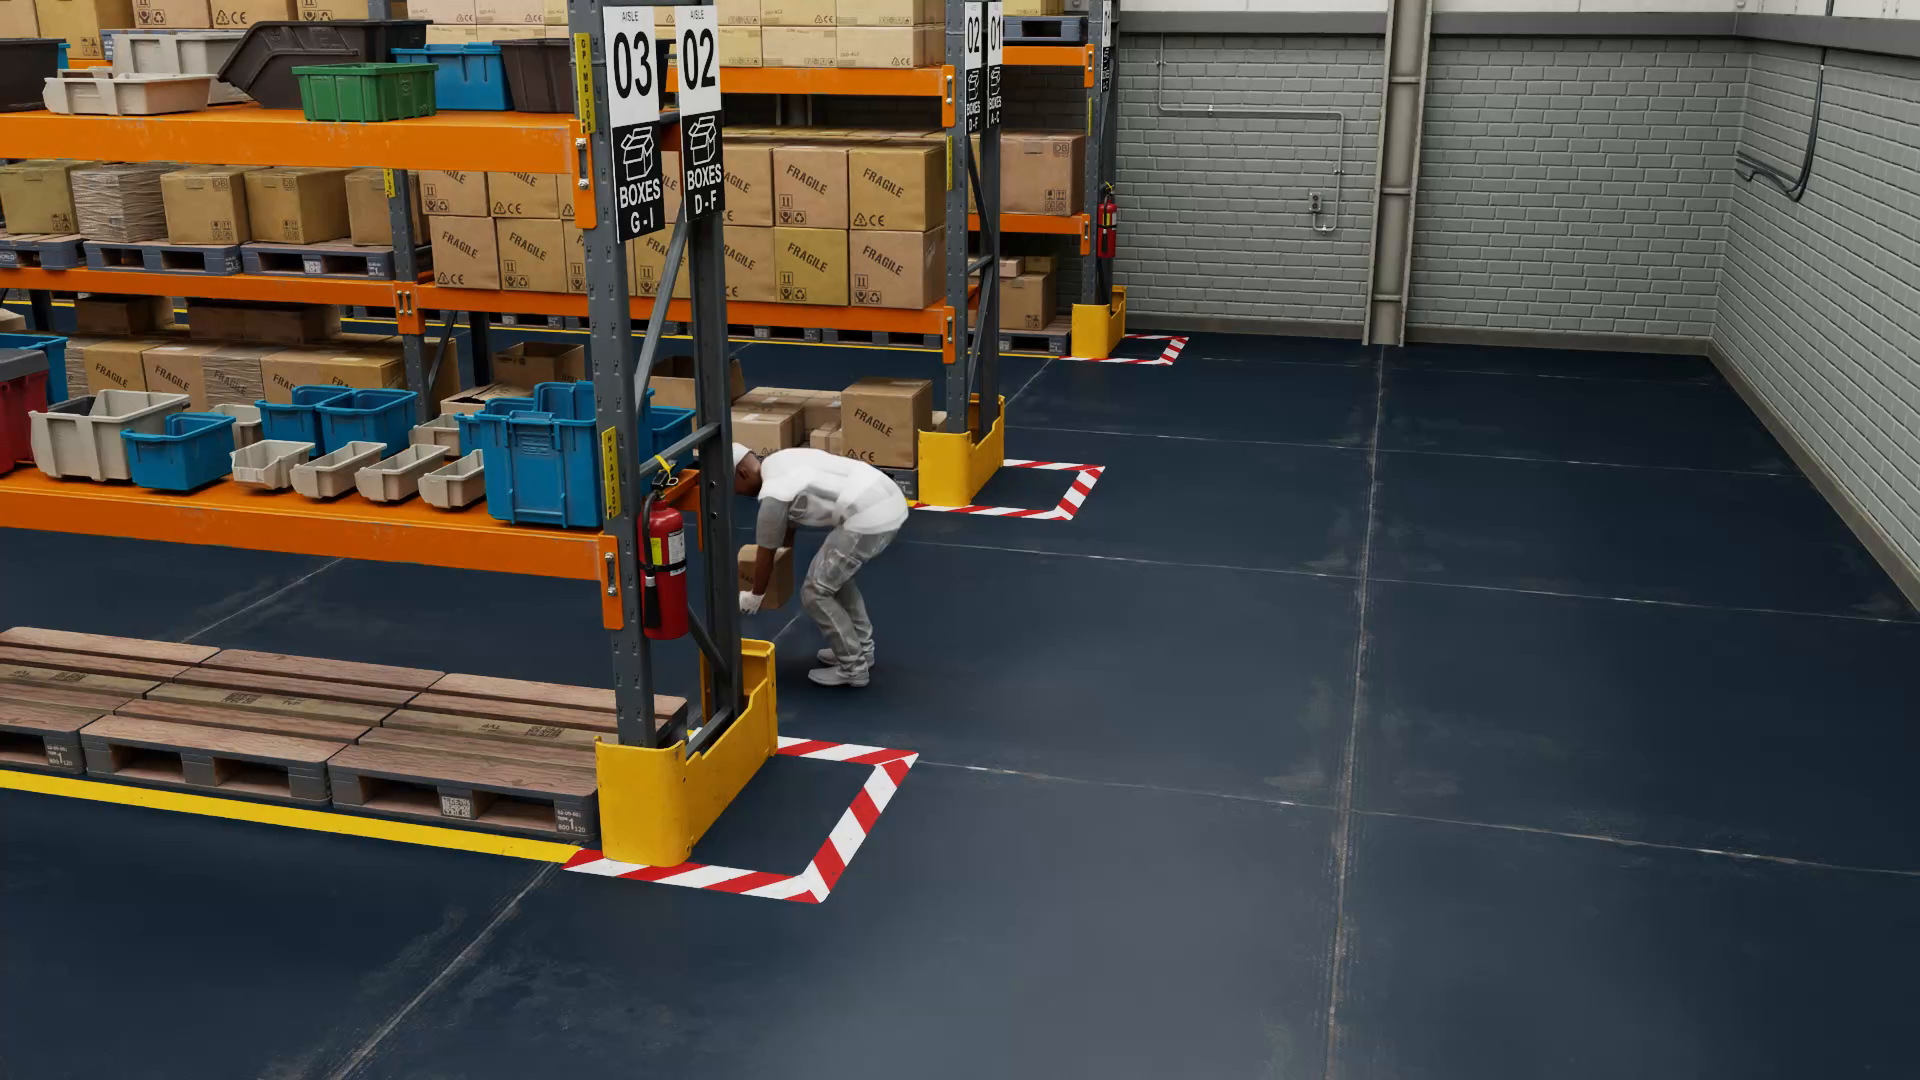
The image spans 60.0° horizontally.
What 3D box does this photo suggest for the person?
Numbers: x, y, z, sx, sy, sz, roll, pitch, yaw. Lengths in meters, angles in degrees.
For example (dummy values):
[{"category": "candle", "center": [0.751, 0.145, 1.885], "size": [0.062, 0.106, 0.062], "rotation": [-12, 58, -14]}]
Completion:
[{"category": "person", "center": [-0.741, 0.104, 8.194], "size": [0.967, 1.167, 0.516], "rotation": [4, 18, 11]}]
